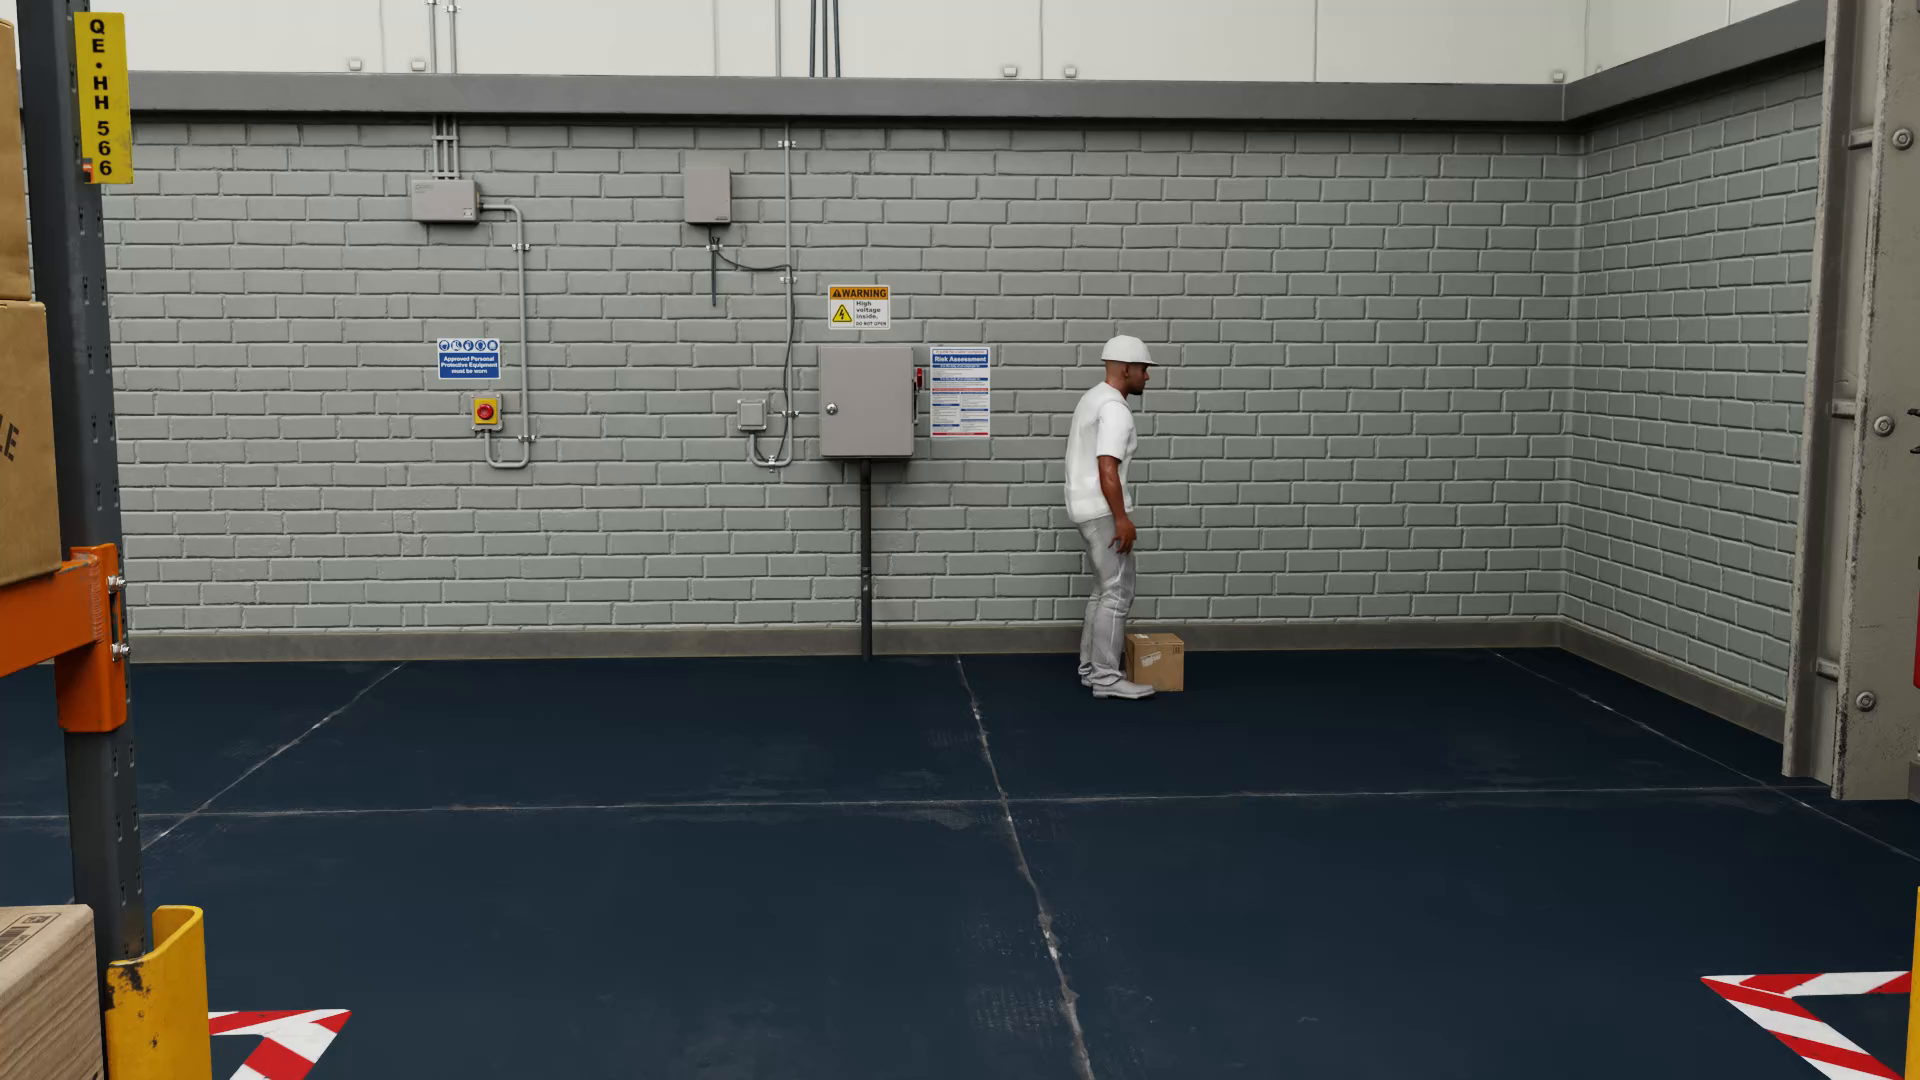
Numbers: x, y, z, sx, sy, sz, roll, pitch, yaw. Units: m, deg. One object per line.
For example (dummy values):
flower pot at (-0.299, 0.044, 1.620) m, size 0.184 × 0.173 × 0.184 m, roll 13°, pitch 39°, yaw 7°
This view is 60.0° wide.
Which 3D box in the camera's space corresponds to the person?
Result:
person at (0.751, -0.125, 8.215) m, size 0.459 × 1.760 × 0.627 m, roll 0°, pitch 7°, yaw -3°
